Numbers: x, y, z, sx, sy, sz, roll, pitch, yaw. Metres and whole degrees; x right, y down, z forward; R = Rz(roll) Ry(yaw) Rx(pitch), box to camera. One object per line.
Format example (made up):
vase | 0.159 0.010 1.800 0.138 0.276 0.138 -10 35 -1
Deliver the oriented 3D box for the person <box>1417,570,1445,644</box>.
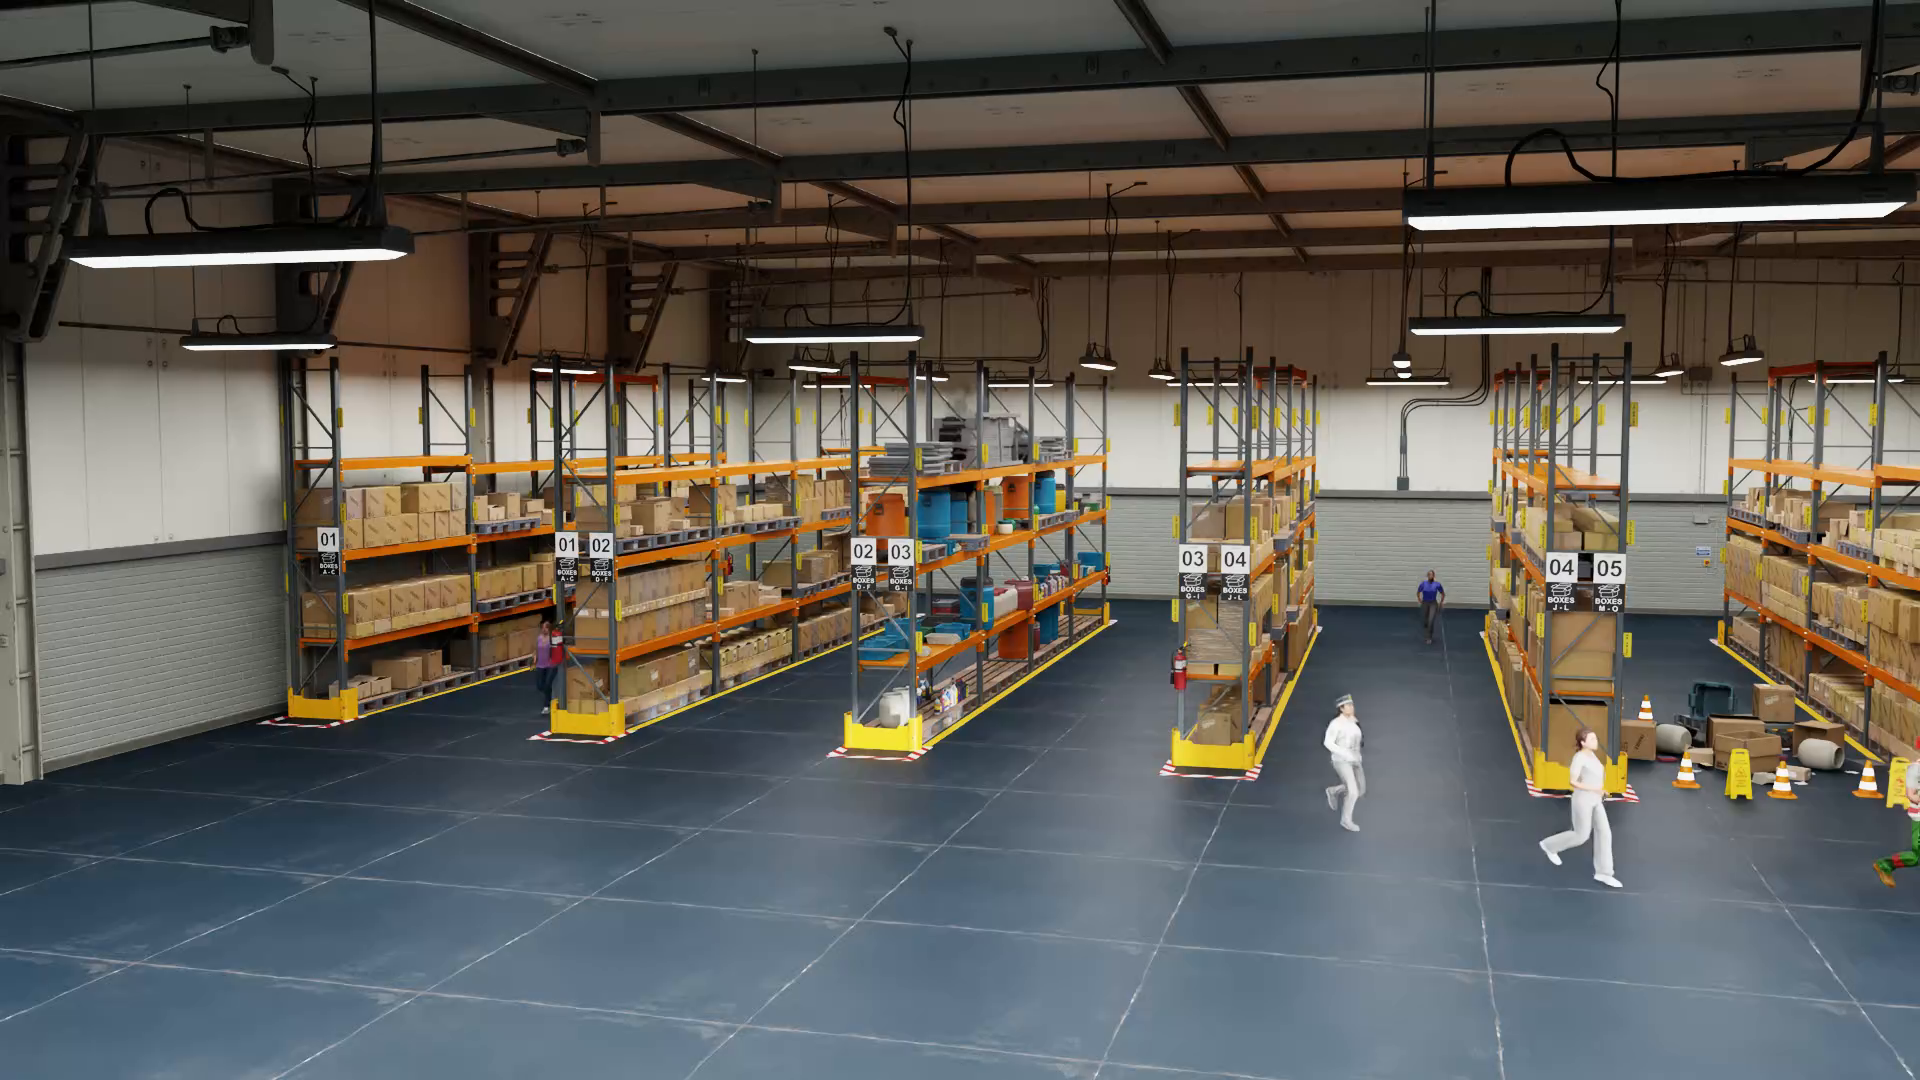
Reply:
person | 10.492 1.486 37.109 0.615 1.634 0.609 2 5 27

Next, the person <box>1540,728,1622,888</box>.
person | 6.746 2.855 17.994 0.568 1.672 0.922 -4 6 -40

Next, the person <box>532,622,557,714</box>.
person | -7.006 2.158 28.277 0.538 1.557 0.549 1 4 8

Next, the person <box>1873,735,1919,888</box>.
person | 9.888 2.855 17.021 0.664 1.773 0.964 -3 5 -32

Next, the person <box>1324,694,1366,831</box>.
person | 4.683 2.698 20.342 0.657 1.666 0.553 -4 6 -44
